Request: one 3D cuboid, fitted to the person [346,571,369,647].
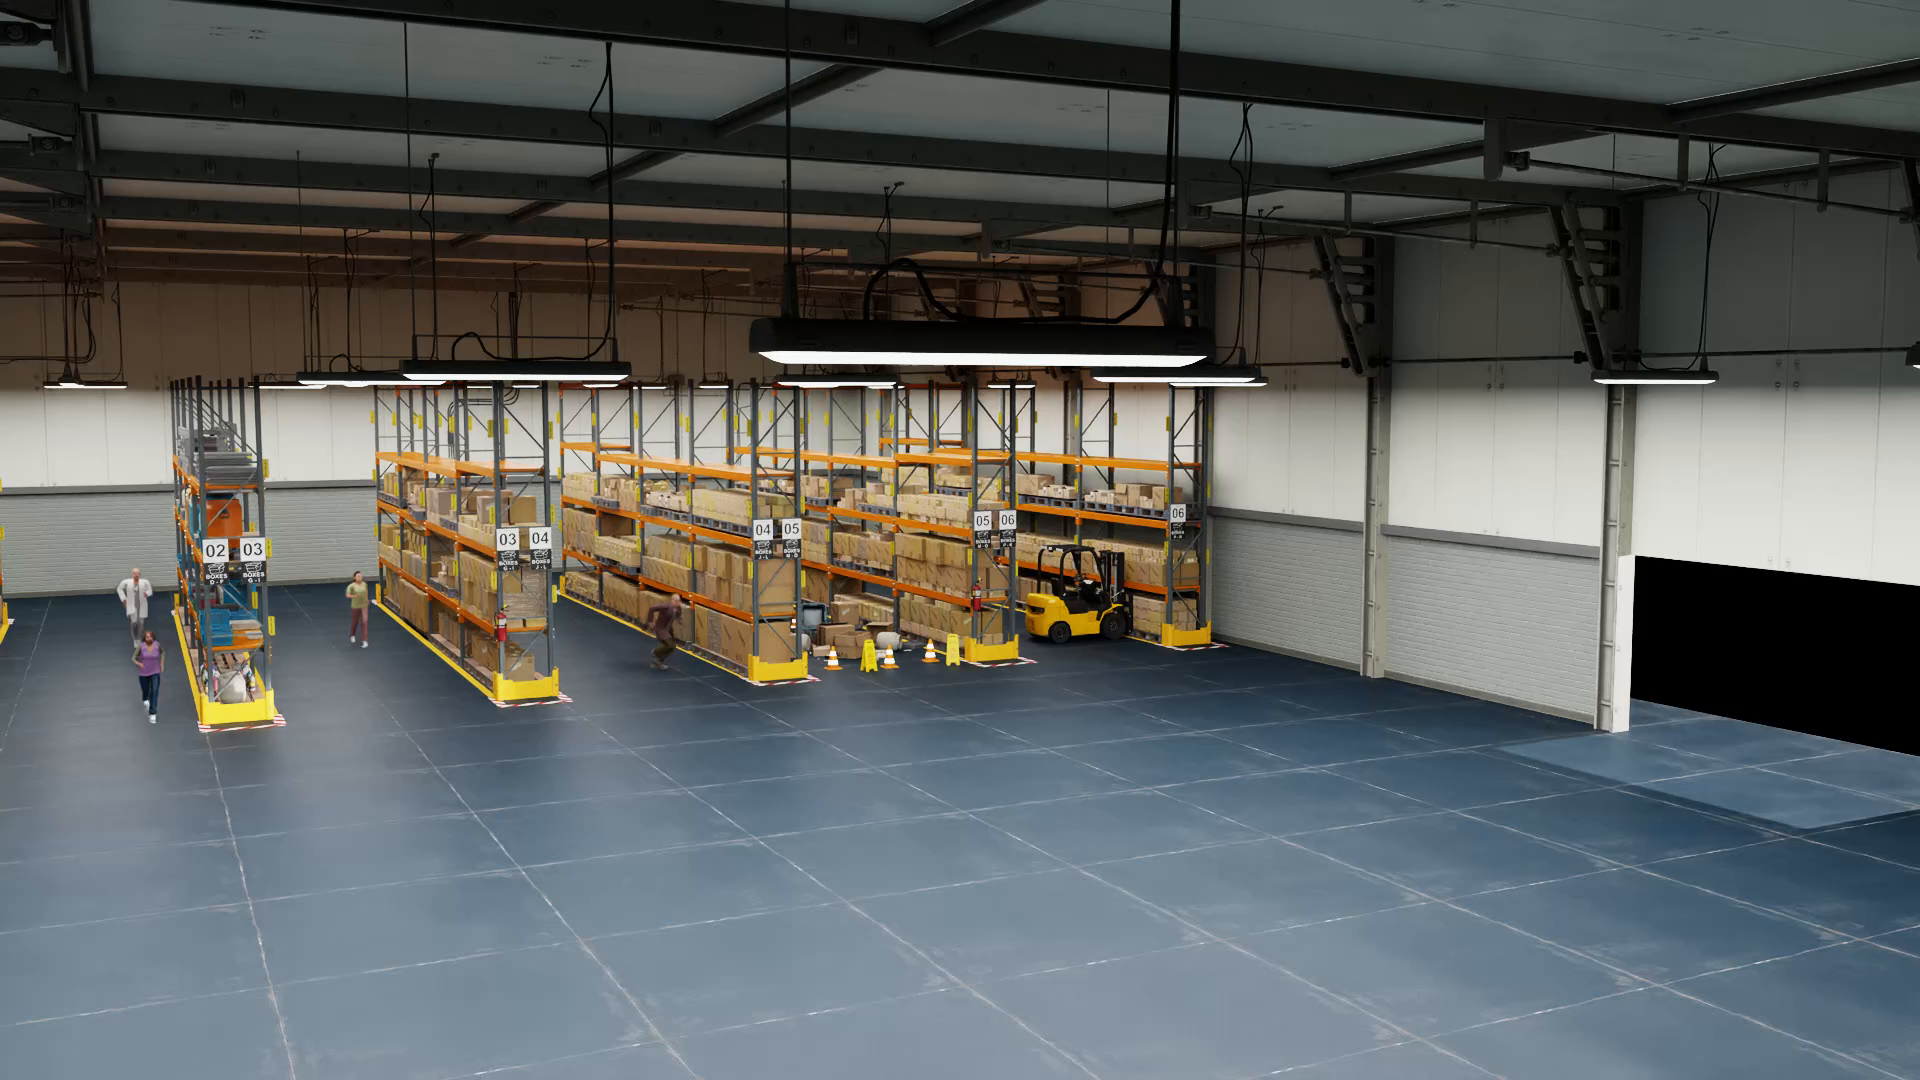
[{"bbox_3d":[-13.557,1.532,37.450,0.562,1.678,0.948,-4,6,-37],"label":"person"}]

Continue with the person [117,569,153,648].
[{"bbox_3d":[-18.516,1.538,37.363,0.705,1.804,0.846,-3,6,-31],"label":"person"}]

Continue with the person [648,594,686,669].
[{"bbox_3d":[-6.050,1.888,34.181,0.911,1.599,0.739,3,6,32],"label":"person"}]

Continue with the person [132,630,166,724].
[{"bbox_3d":[-14.157,2.351,29.047,0.551,1.578,0.977,-3,6,-30],"label":"person"}]
